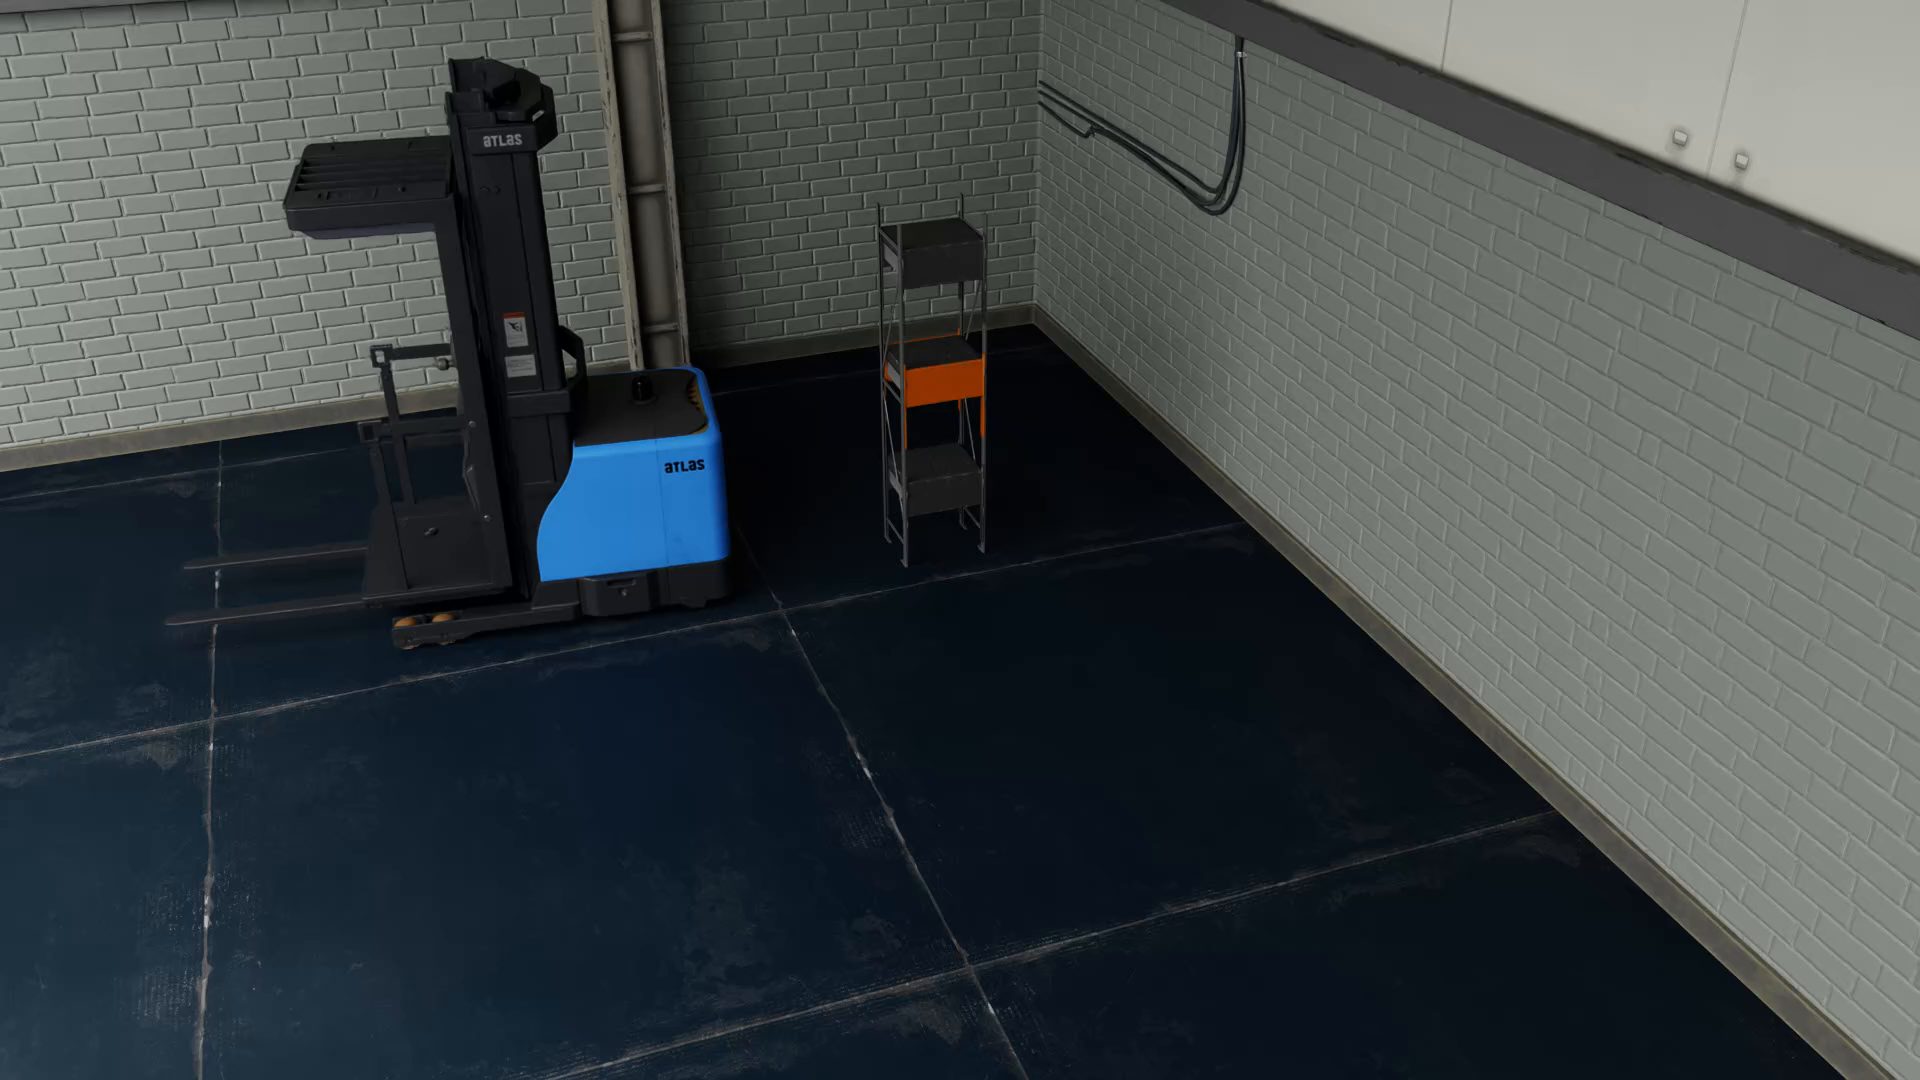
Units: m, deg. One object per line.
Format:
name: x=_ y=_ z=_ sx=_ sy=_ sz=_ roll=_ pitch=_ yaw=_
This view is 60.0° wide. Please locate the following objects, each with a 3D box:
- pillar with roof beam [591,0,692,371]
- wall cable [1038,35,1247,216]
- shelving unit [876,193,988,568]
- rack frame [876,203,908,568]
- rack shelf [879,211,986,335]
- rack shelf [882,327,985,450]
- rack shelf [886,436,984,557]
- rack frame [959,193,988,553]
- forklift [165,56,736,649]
pillar with roof beam: x=-0.664 y=-3.053 z=6.369 sx=0.400 sy=9.000 sz=9.100 roll=-10 pitch=31 yaw=-18
wall cable: x=1.057 y=-3.596 z=10.459 sx=0.112 sy=2.526 sz=3.097 roll=-10 pitch=31 yaw=-18
shelving unit: x=-0.155 y=-0.884 z=9.531 sx=0.503 sy=2.100 sz=0.431 roll=-10 pitch=31 yaw=-18
rack frame: x=-0.384 y=-0.842 z=9.457 sx=0.015 sy=2.100 sz=0.400 roll=-10 pitch=31 yaw=-18
rack shelf: x=-0.155 y=-1.480 z=9.191 sx=0.480 sy=0.518 sz=0.431 roll=-10 pitch=31 yaw=-18
rack shelf: x=-0.155 y=-0.872 z=9.537 sx=0.480 sy=0.518 sz=0.431 roll=-10 pitch=31 yaw=-18
rack shelf: x=-0.155 y=-0.264 z=9.884 sx=0.480 sy=0.518 sz=0.431 roll=-10 pitch=31 yaw=-18
rack frame: x=0.074 y=-0.926 z=9.605 sx=0.015 sy=2.100 sz=0.400 roll=-10 pitch=31 yaw=-18
forklift: x=-2.848 y=-0.968 z=8.838 sx=3.031 sy=2.935 sz=1.130 roll=-7 pitch=30 yaw=-12
